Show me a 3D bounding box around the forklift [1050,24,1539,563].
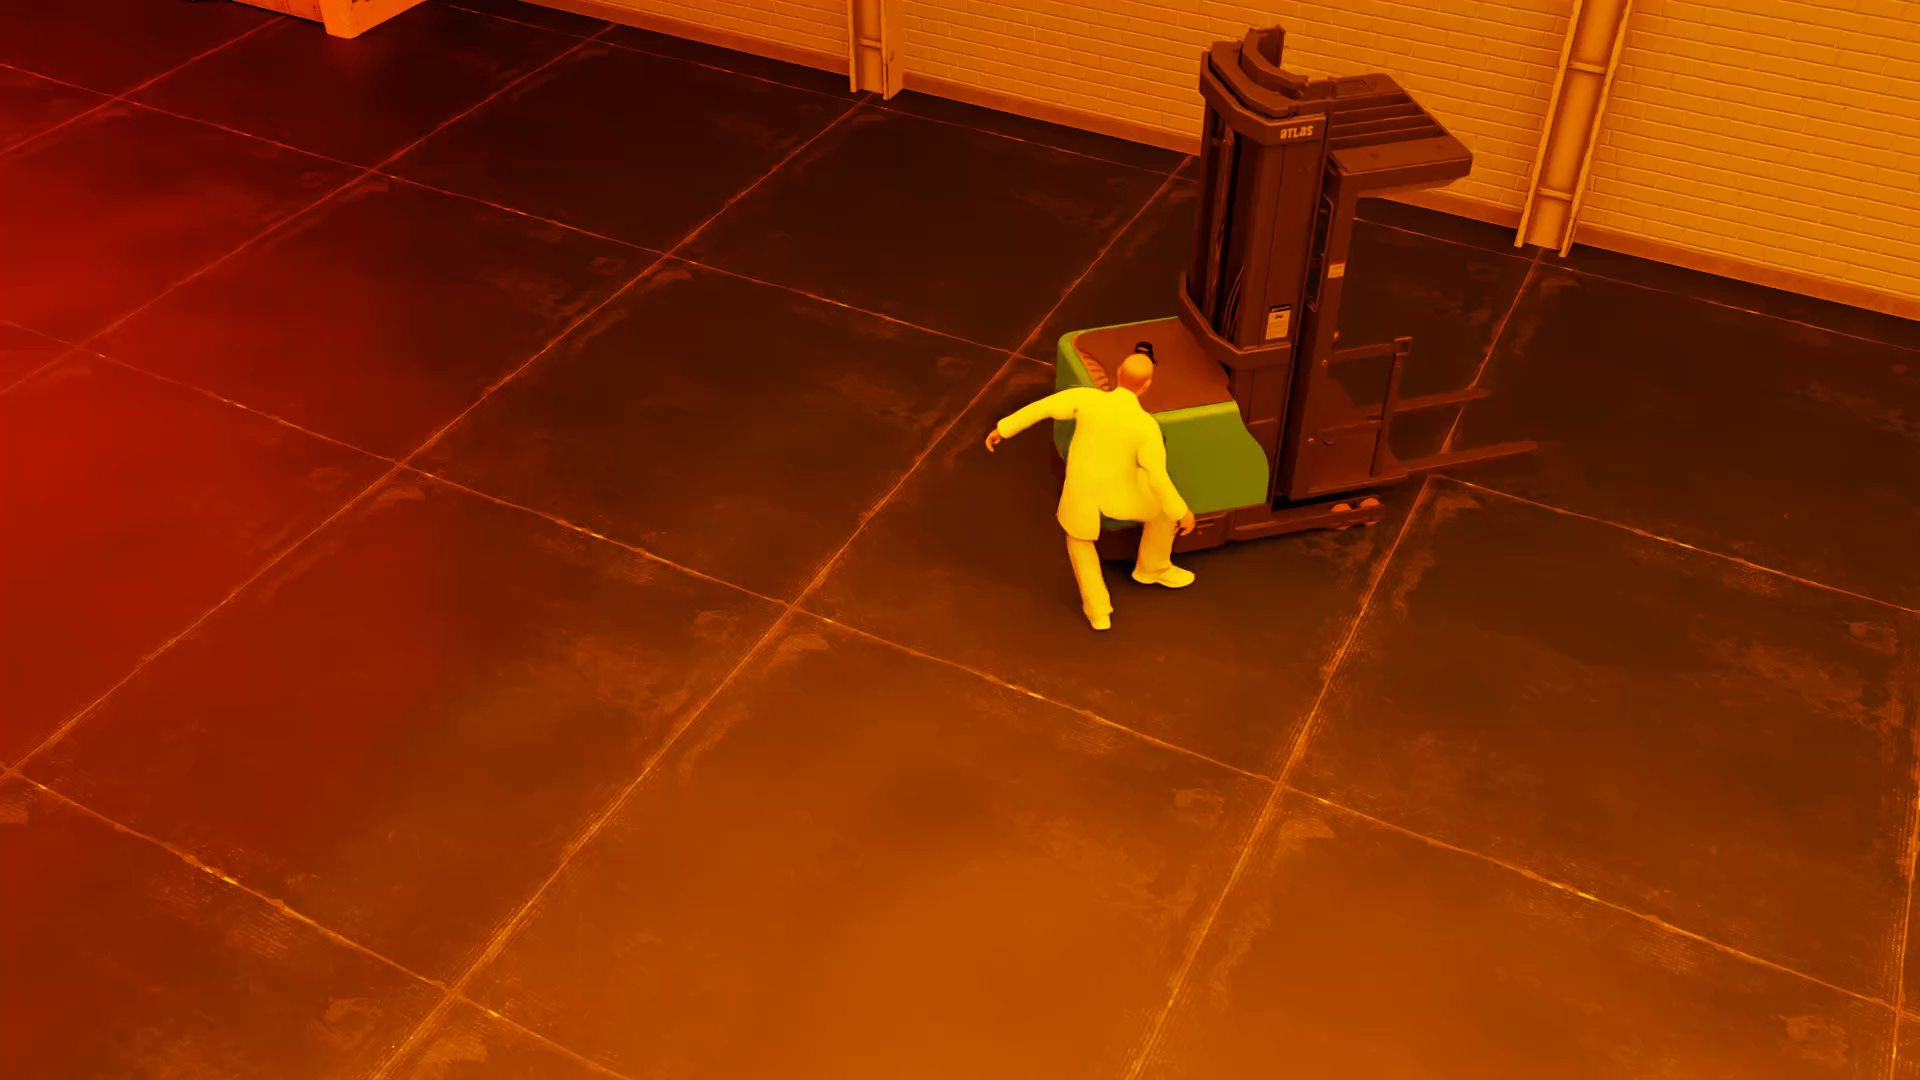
[{"bbox_3d":[2.153,-1.503,9.771,3.031,2.935,1.130,-10,41,-11],"label":"forklift"}]

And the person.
[{"bbox_3d":[0.744,-0.260,9.362,1.229,1.694,0.624,8,41,10],"label":"person"}]
